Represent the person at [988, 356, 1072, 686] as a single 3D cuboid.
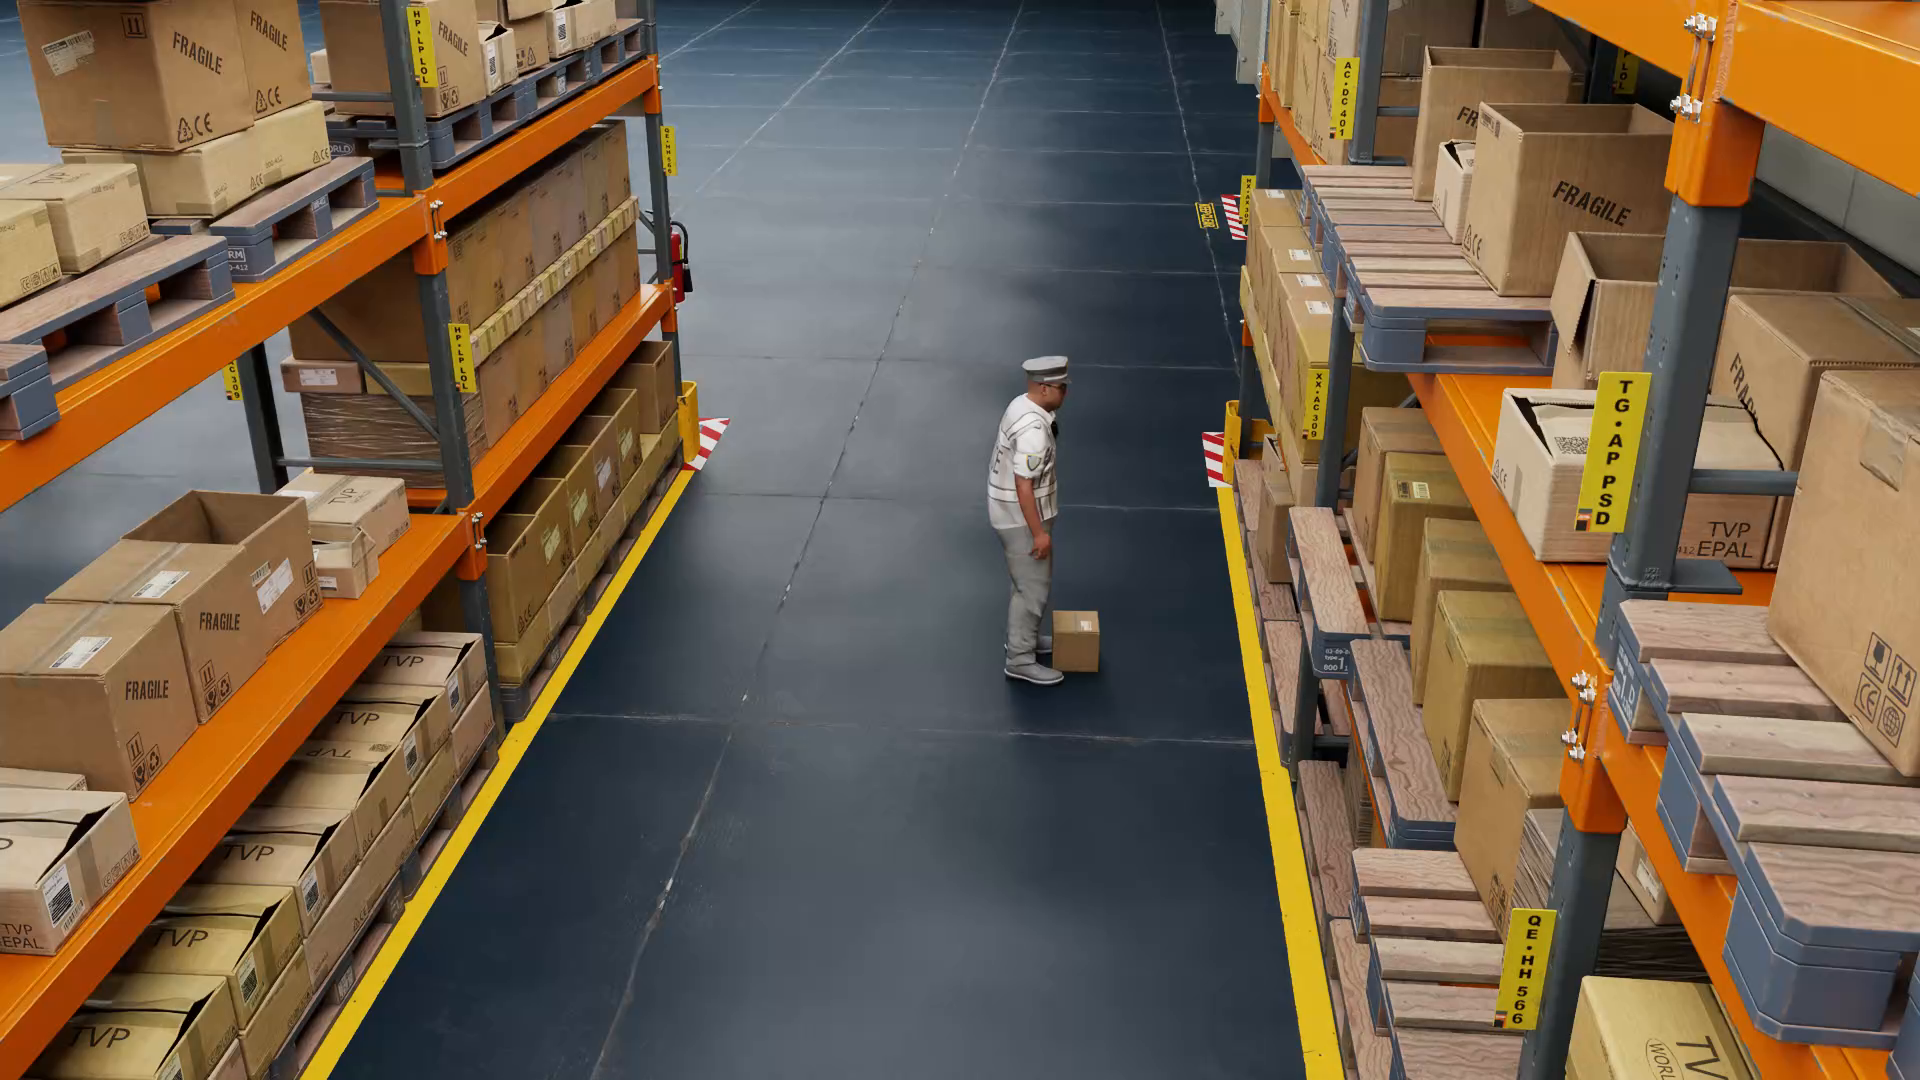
[{"bbox_3d":[0.362,-0.131,8.883,0.429,1.749,0.600,1,24,2],"label":"person"}]
